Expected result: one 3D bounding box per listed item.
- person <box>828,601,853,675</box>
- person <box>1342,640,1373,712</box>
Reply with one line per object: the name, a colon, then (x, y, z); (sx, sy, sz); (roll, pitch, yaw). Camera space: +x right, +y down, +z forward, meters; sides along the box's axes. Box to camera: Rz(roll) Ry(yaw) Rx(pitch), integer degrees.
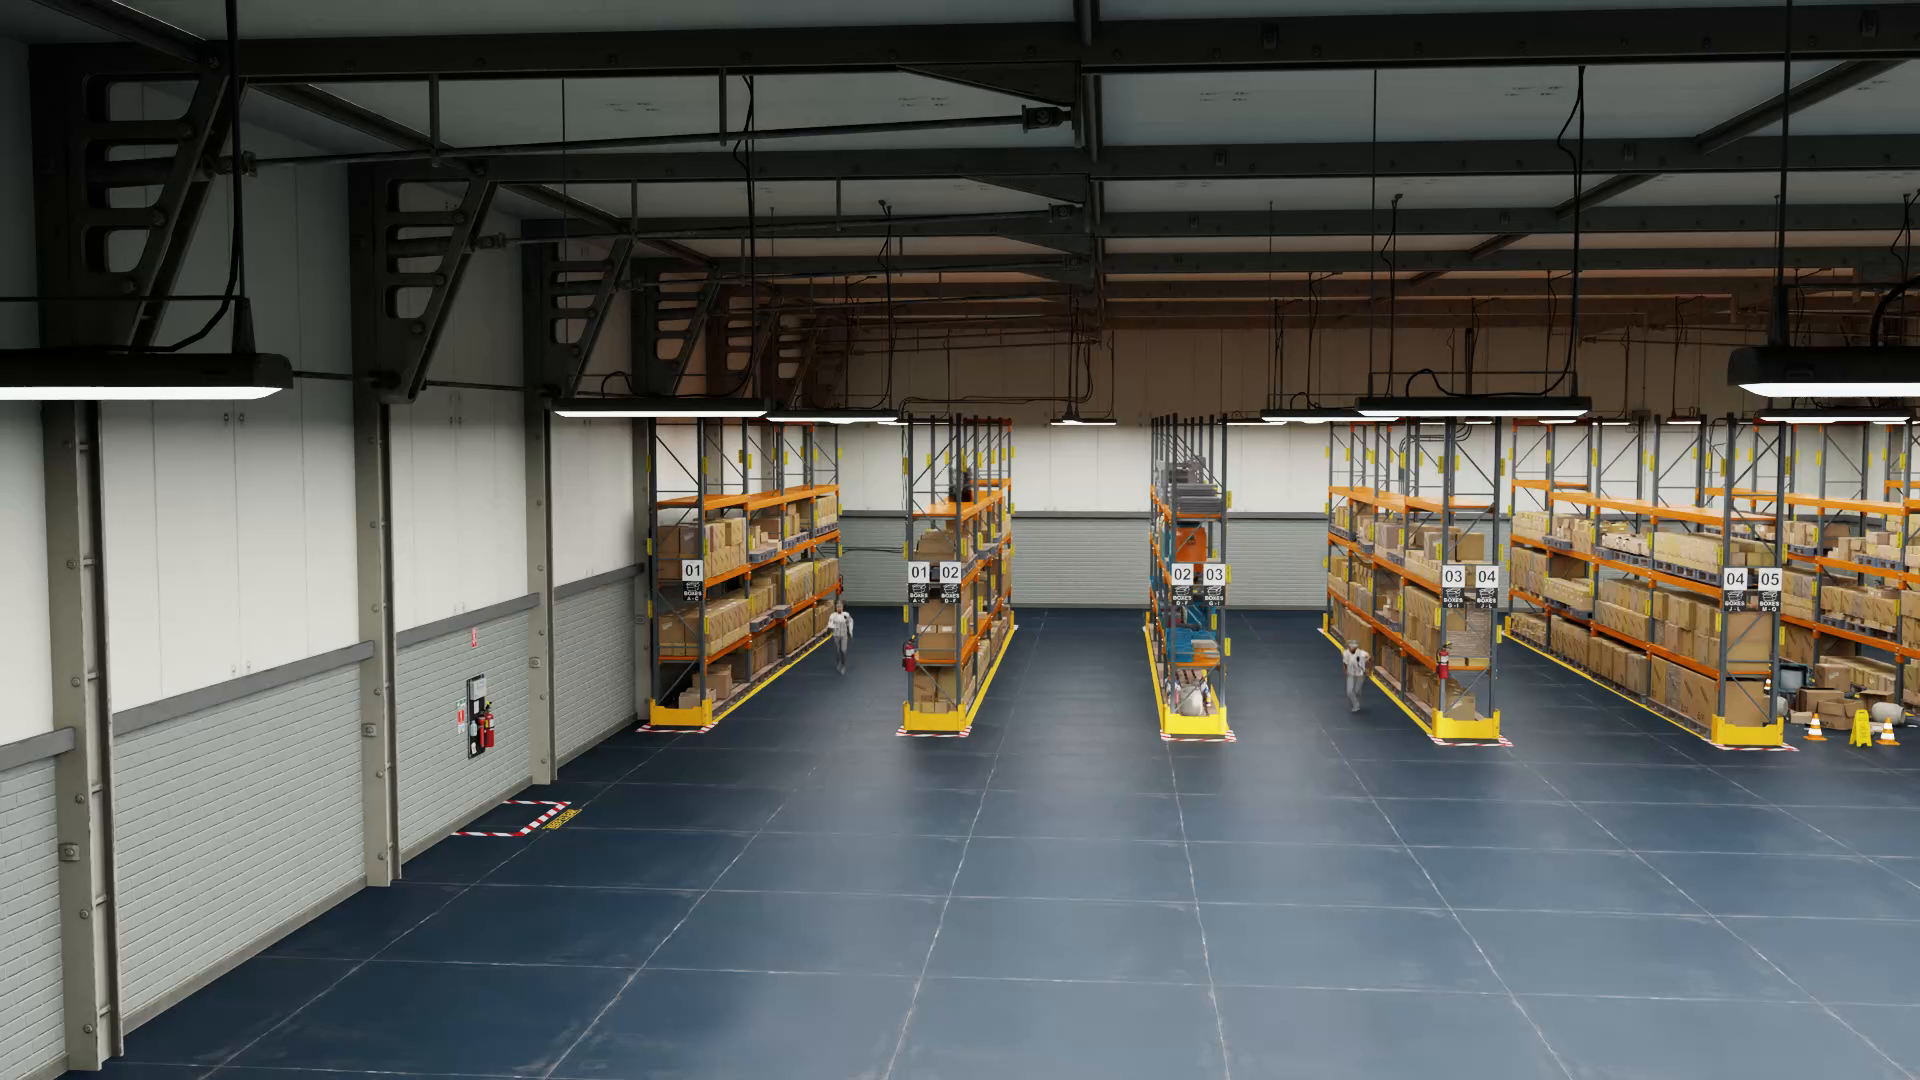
person: (-2.790, 2.274, 38.777); (0.562, 1.739, 0.811); (0, 4, 0)
person: (8.006, 2.728, 33.483); (0.589, 1.494, 0.824); (2, 4, 24)
